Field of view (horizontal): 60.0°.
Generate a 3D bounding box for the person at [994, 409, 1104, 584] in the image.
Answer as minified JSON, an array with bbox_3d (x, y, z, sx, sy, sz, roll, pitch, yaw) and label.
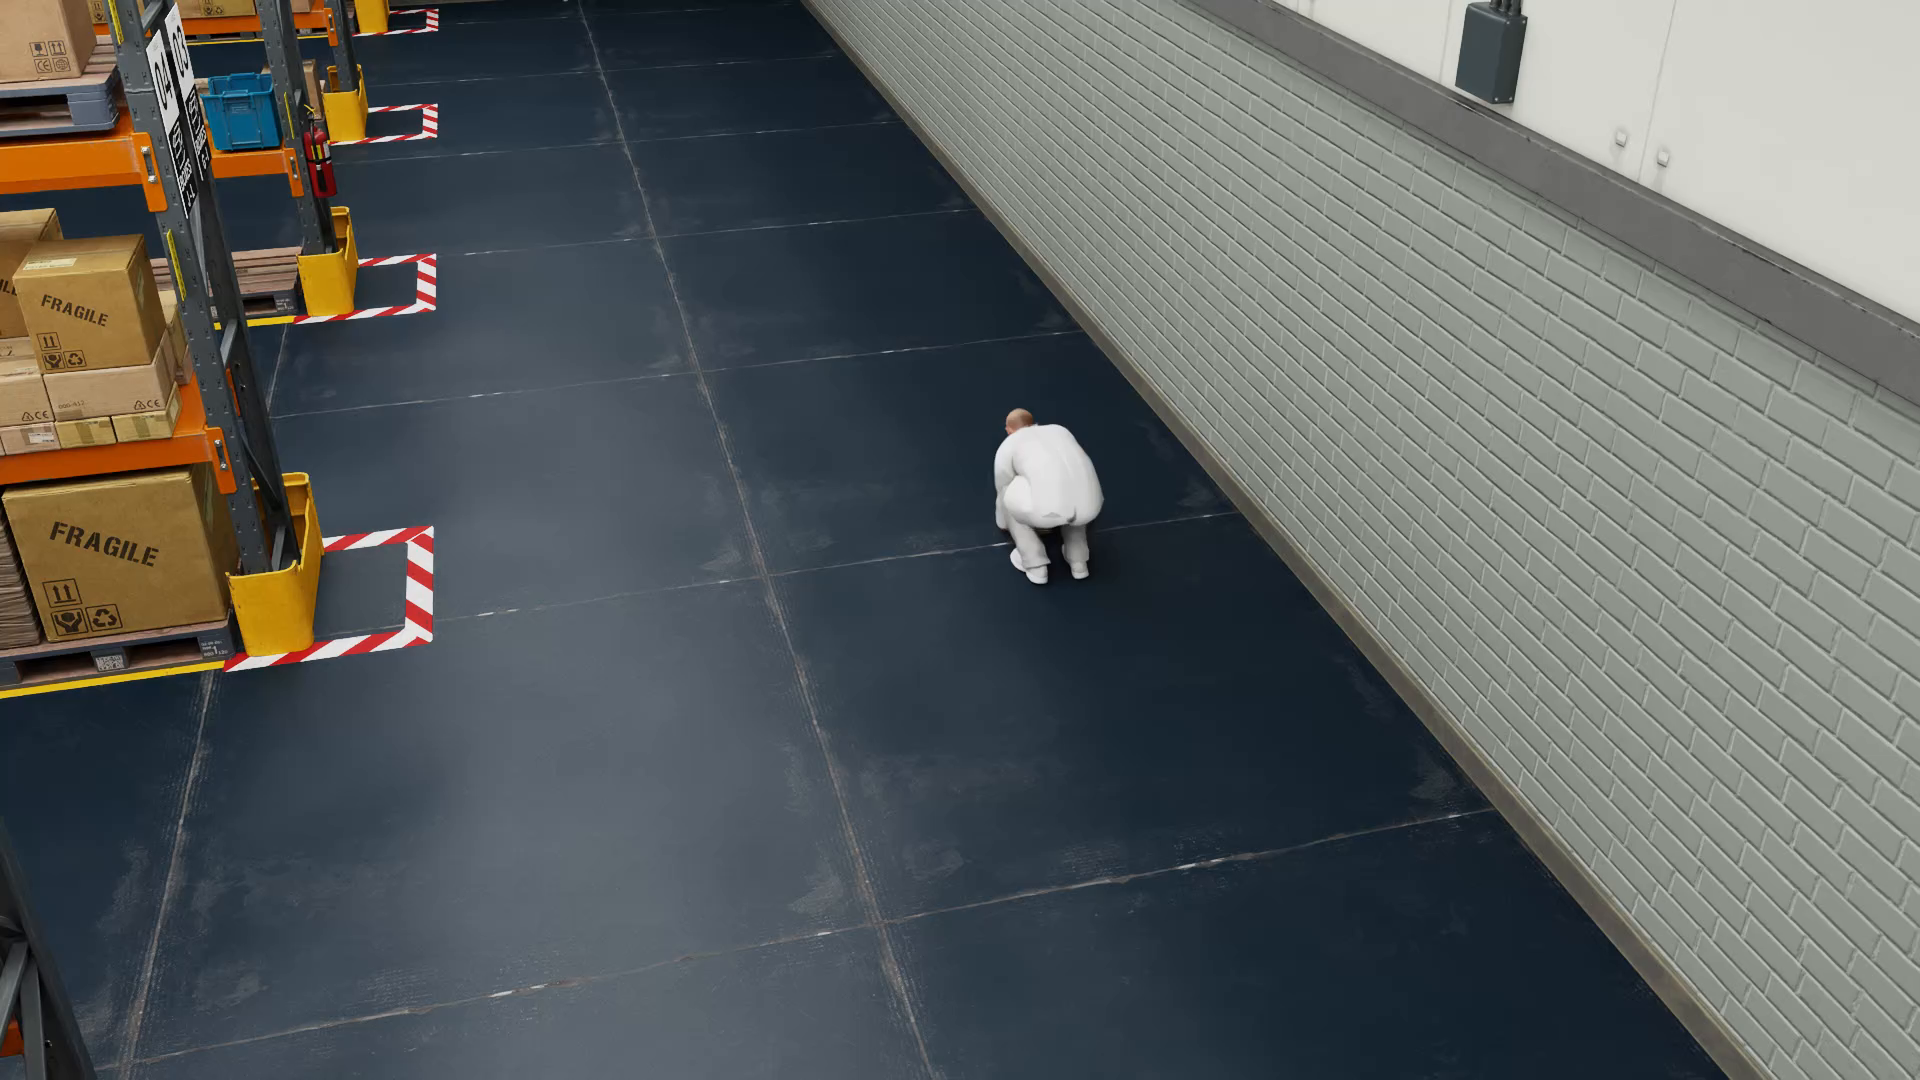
[{"bbox_3d":[0.500,-0.246,9.698,0.577,0.811,0.942,-9,31,-14],"label":"person"}]
